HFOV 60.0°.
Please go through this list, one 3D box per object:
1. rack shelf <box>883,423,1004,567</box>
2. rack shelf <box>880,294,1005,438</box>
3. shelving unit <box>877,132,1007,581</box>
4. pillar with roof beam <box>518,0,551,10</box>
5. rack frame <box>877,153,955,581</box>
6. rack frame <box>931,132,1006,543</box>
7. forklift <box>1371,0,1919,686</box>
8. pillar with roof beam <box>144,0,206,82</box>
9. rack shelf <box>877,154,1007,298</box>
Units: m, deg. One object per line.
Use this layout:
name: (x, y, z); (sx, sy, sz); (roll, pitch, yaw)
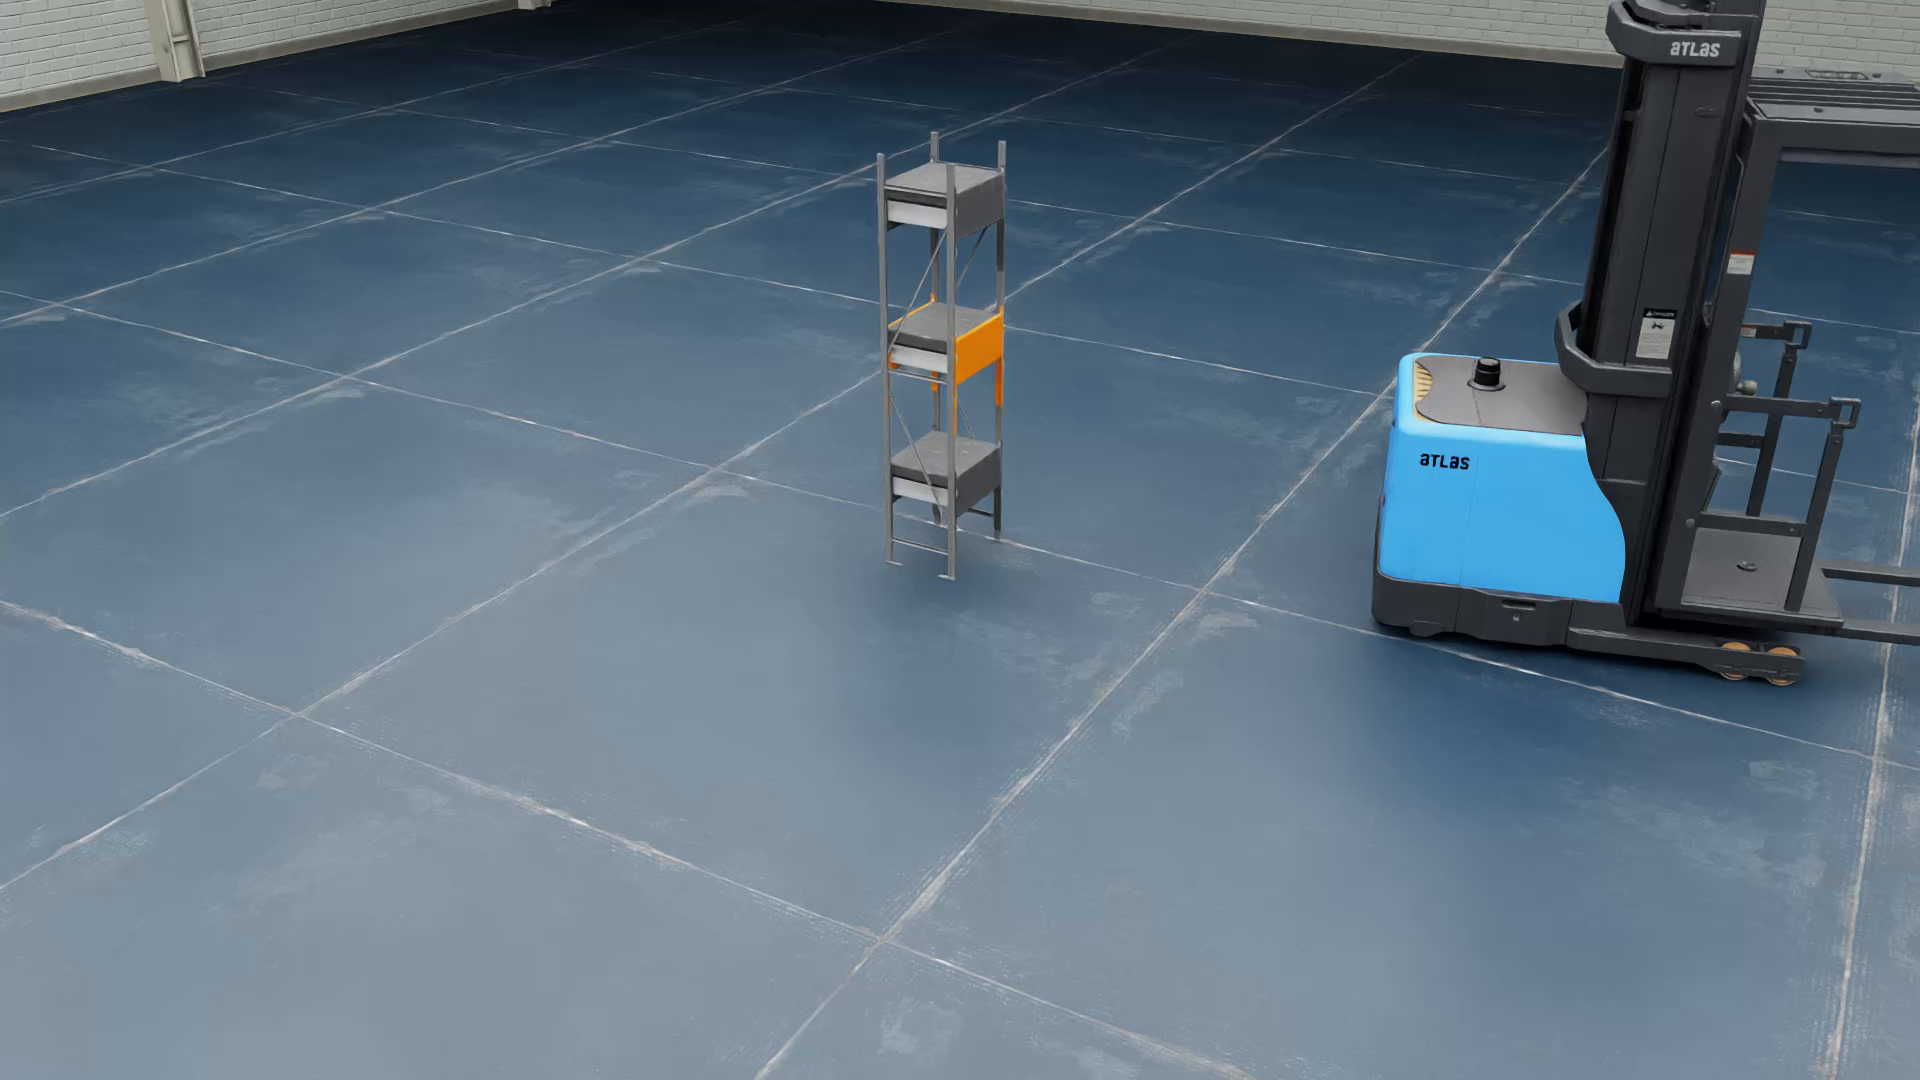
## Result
rack shelf: (-0.081, -0.236, 8.471); (0.431, 0.518, 0.480); (14, 30, 26)
rack shelf: (-0.081, -0.862, 8.157); (0.431, 0.518, 0.480); (14, 30, 26)
shelving unit: (-0.081, -0.874, 8.151); (0.431, 2.100, 0.503); (14, 30, 26)
pillar with roof beam: (-2.482, -10.874, 20.420); (9.100, 9.000, 0.400); (14, 30, 26)
rack frame: (-0.201, -0.779, 7.961); (0.400, 2.100, 0.015); (14, 30, 26)
rack frame: (0.039, -0.970, 8.341); (0.400, 2.100, 0.015); (14, 30, 26)
forklift: (3.525, -0.922, 7.318); (3.031, 2.935, 1.130); (6, 27, 12)
pillar with roof beam: (-5.433, -8.536, 15.749); (9.100, 9.000, 0.400); (14, 30, 26)
rack shelf: (-0.081, -1.488, 7.844); (0.431, 0.518, 0.480); (14, 30, 26)
